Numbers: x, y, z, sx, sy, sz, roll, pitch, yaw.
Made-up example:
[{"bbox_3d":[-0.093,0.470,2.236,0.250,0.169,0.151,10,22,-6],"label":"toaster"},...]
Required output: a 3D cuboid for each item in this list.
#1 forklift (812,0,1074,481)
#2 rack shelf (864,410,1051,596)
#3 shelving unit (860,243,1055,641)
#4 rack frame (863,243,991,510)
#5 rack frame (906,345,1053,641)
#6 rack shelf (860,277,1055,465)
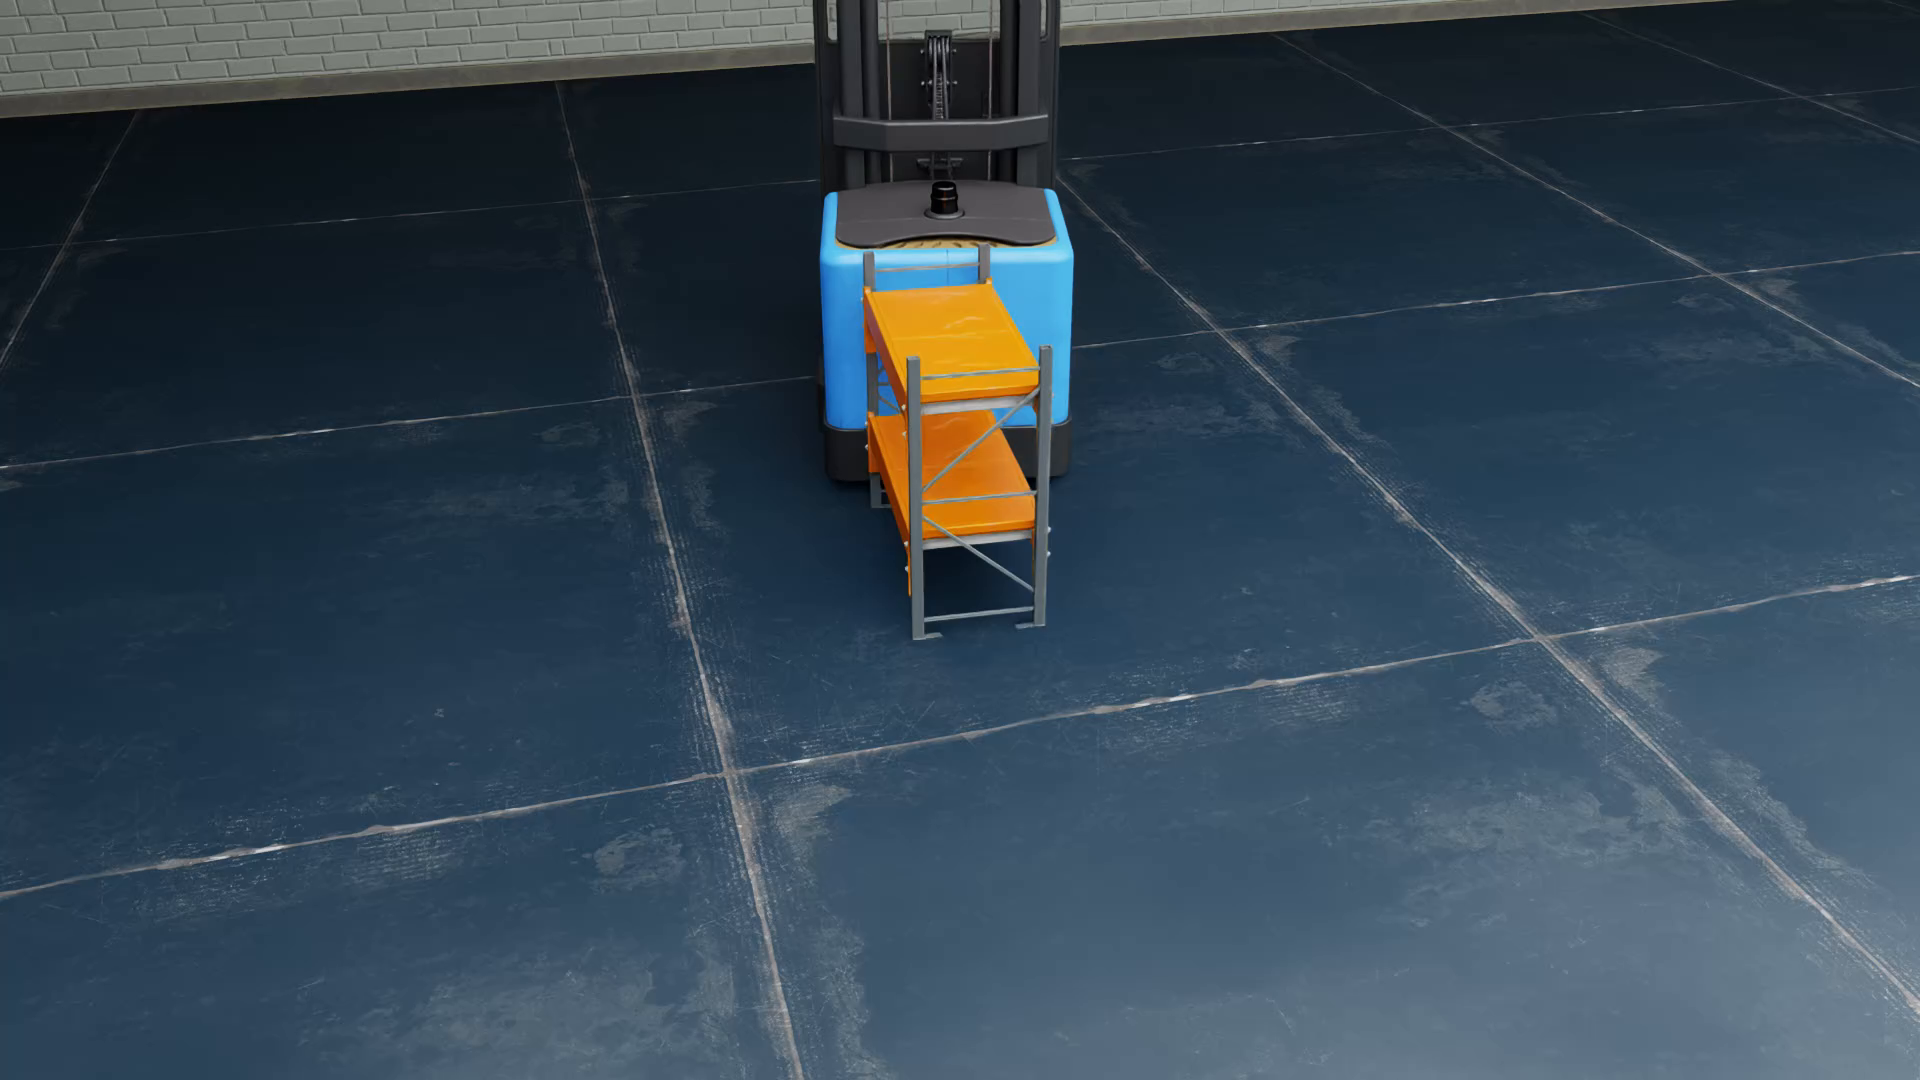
[{"bbox_3d":[-0.114,-2.221,7.662,1.130,2.935,3.031,-1,30,-2],"label":"forklift"},{"bbox_3d":[-0.030,-0.184,6.434,0.538,0.278,1.000,-6,31,-10],"label":"rack shelf"},{"bbox_3d":[-0.030,-0.396,6.311,0.538,1.125,1.048,-6,31,-10],"label":"shelving unit"},{"bbox_3d":[-0.129,-0.646,6.743,0.500,1.125,0.032,-6,31,-10],"label":"rack frame"},{"bbox_3d":[0.069,-0.146,5.880,0.500,1.125,0.032,-6,31,-10],"label":"rack frame"},{"bbox_3d":[-0.030,-0.649,6.165,0.538,0.278,1.000,-6,31,-10],"label":"rack shelf"}]
